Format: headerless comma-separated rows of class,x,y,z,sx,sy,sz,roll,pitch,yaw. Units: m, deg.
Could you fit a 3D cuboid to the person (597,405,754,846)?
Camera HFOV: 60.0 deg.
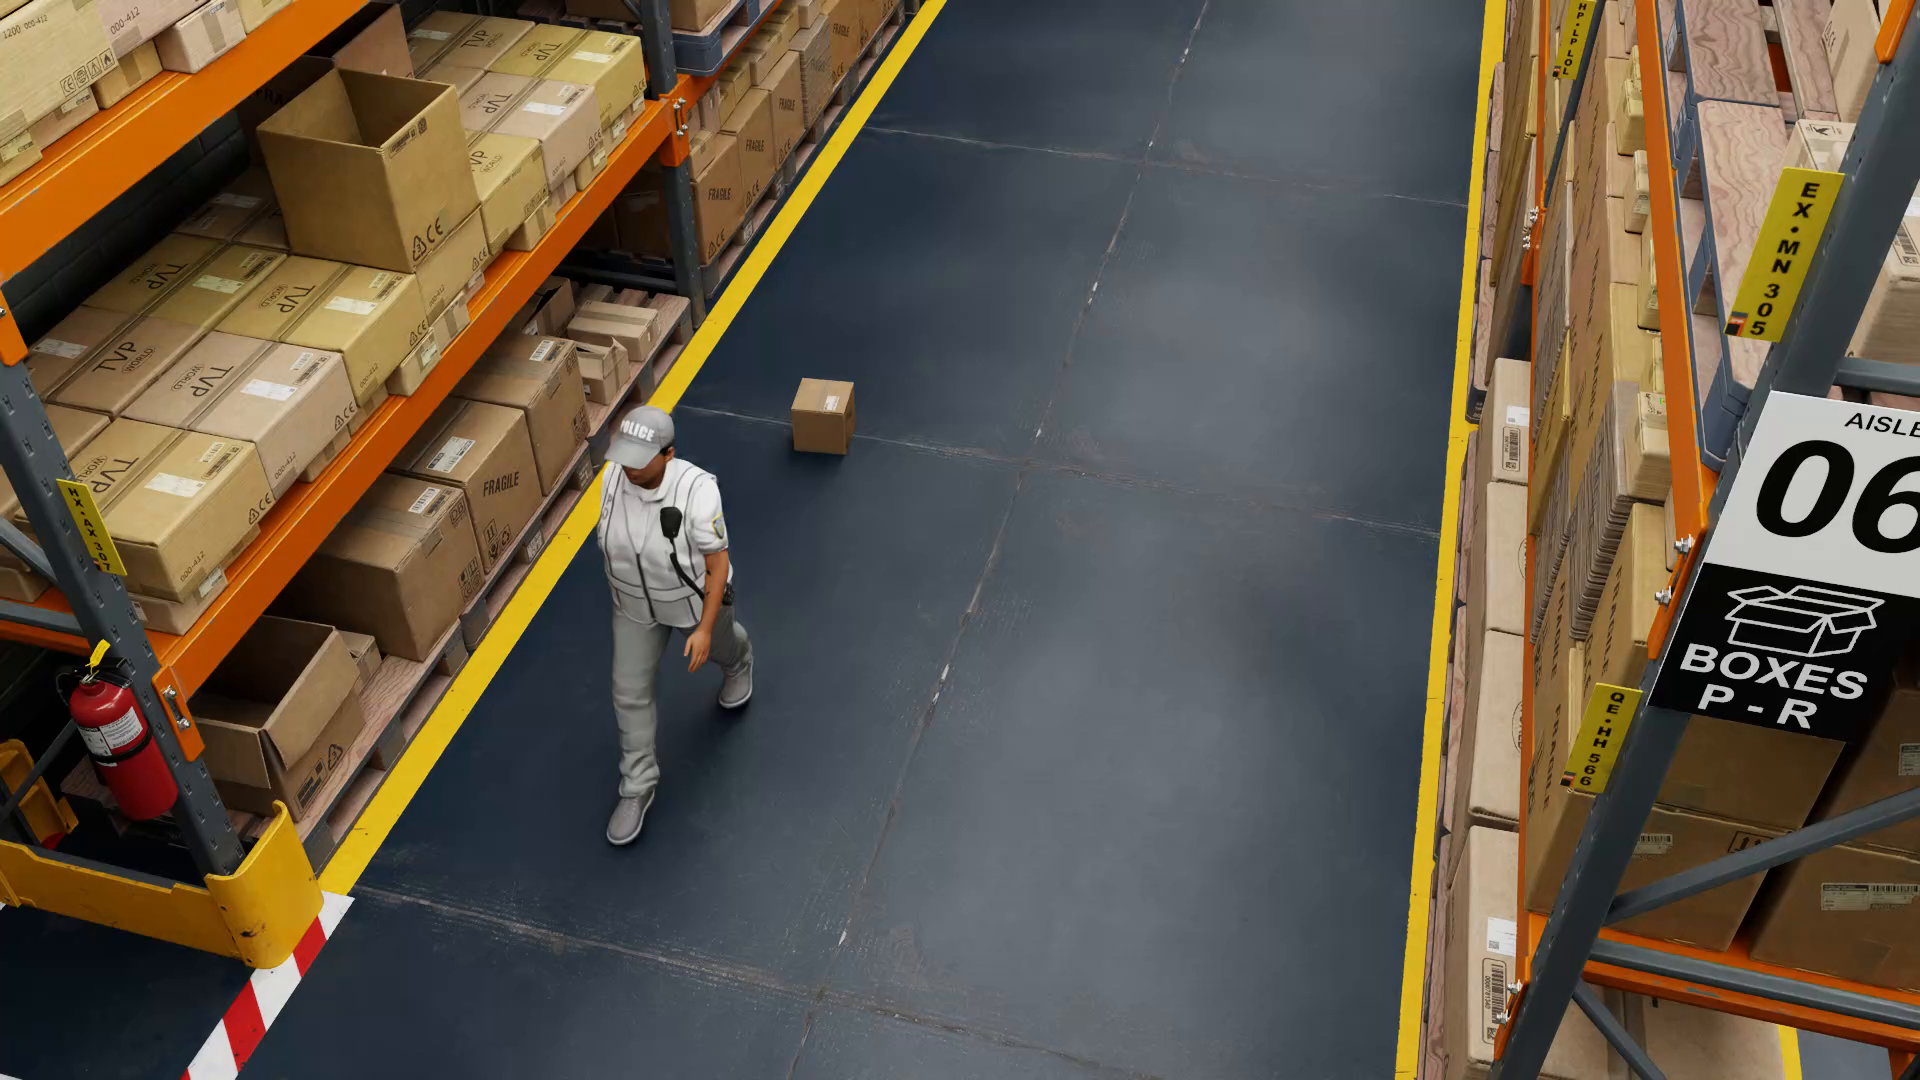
person,-1.034,0.221,5.890,0.490,1.600,1.017,8,42,9
